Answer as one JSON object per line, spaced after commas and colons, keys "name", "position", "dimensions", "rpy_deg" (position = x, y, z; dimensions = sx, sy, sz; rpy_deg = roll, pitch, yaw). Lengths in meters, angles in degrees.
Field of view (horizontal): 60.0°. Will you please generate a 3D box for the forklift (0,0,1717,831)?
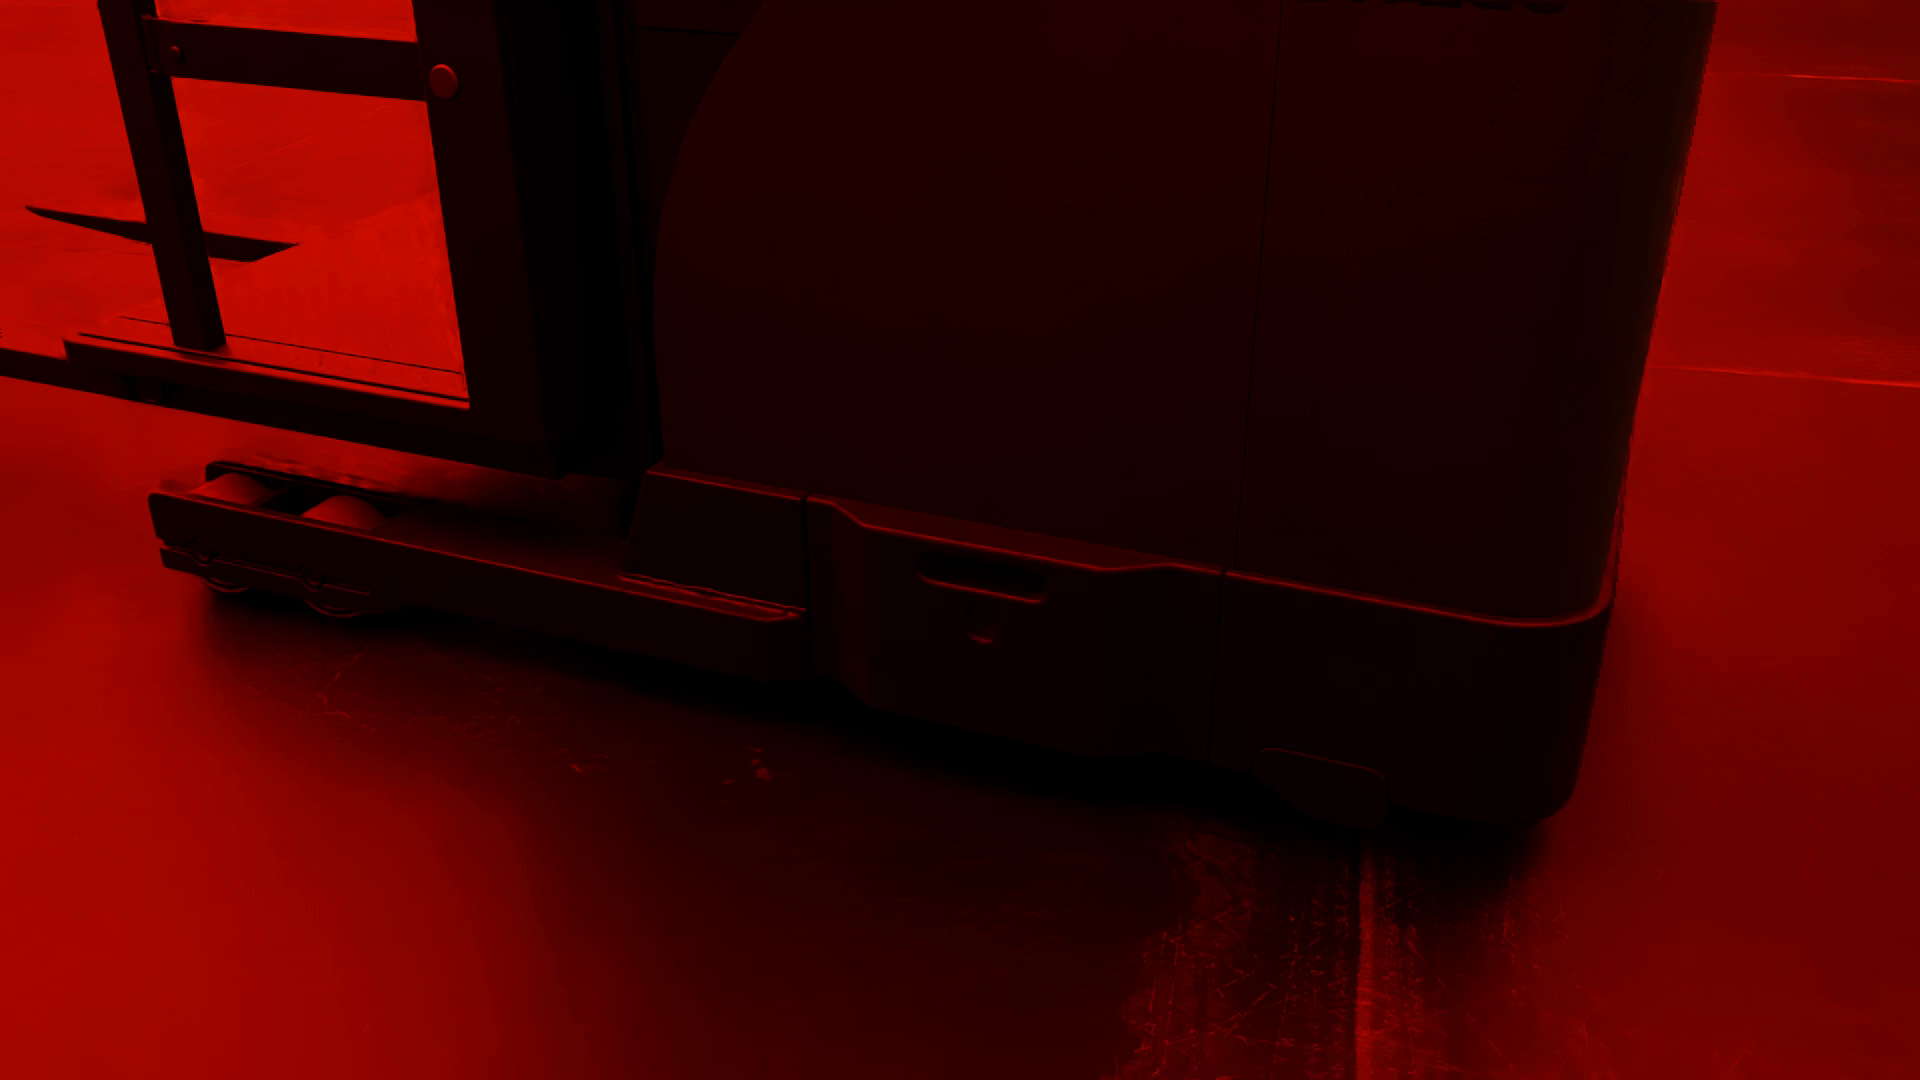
{"name": "forklift", "position": [-0.578, -1.407, 2.035], "dimensions": [3.031, 2.935, 1.130], "rpy_deg": [10, 29, 20]}
